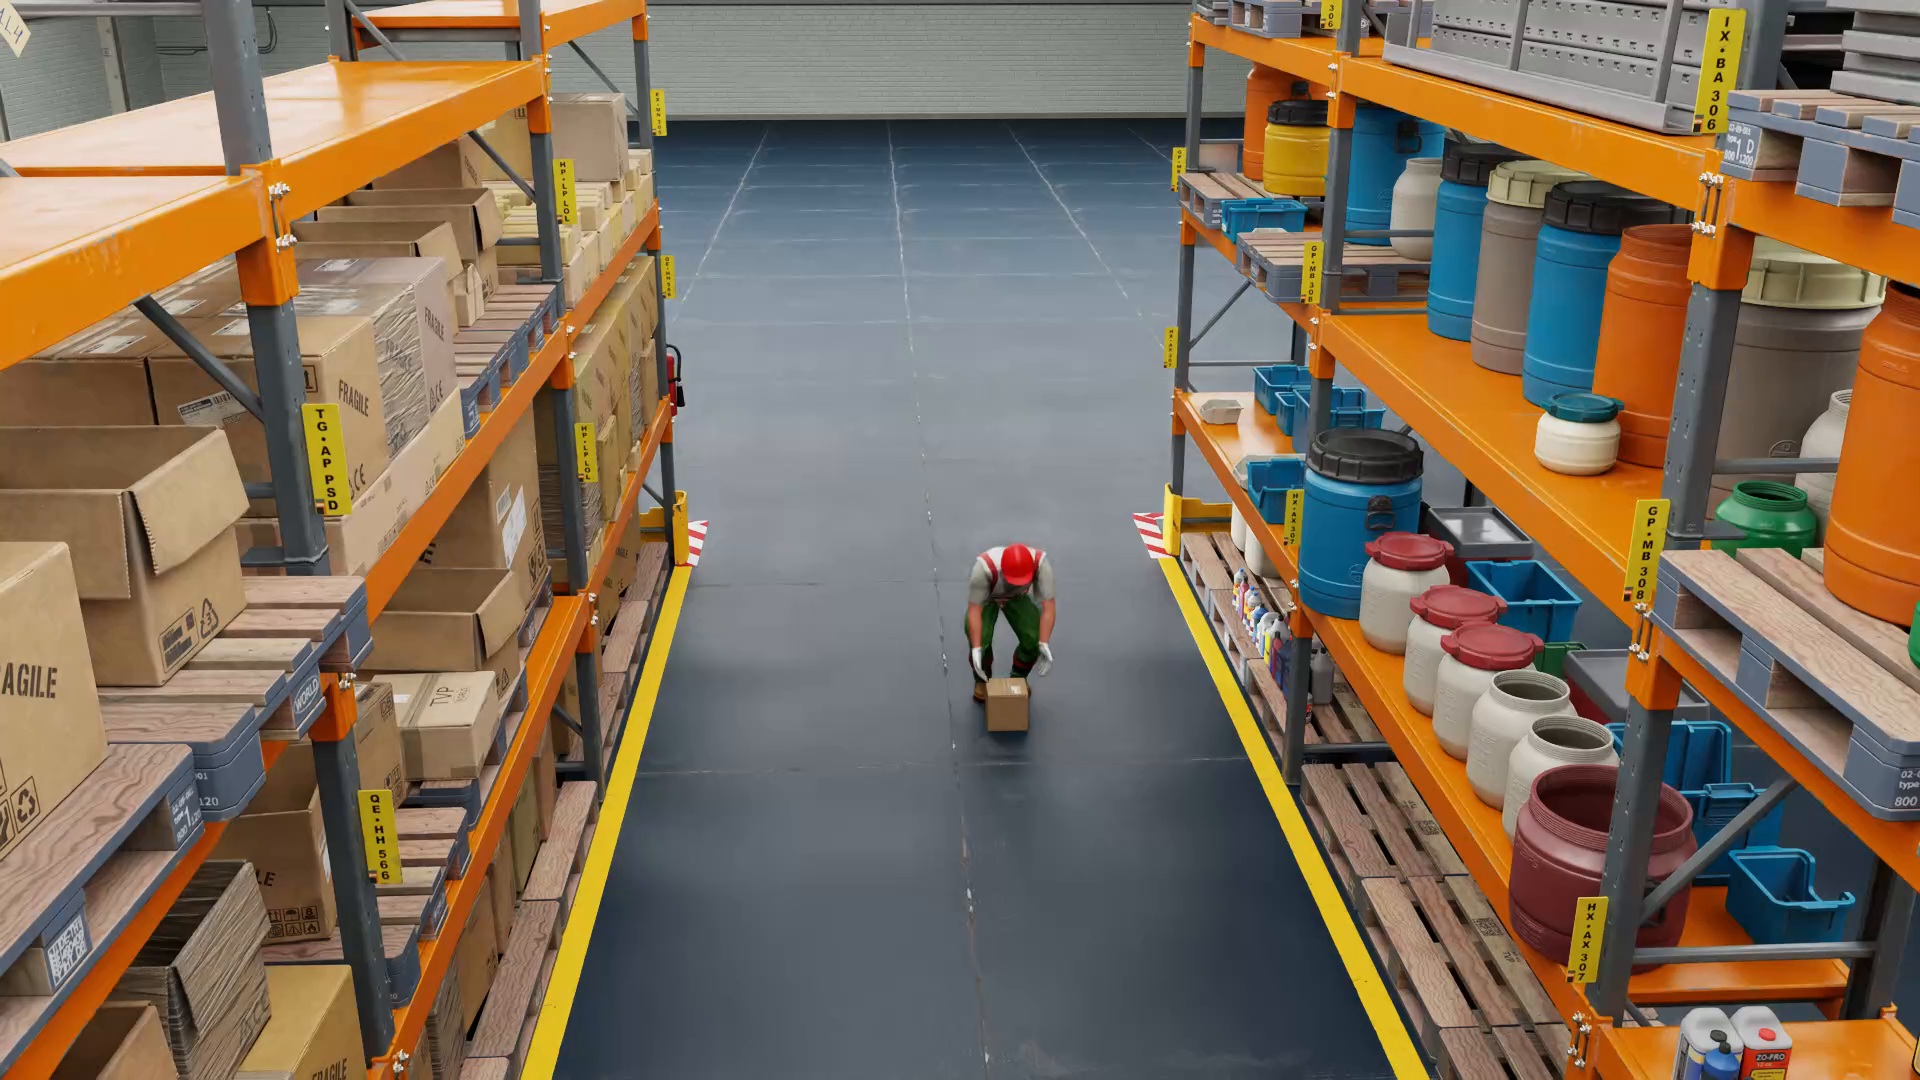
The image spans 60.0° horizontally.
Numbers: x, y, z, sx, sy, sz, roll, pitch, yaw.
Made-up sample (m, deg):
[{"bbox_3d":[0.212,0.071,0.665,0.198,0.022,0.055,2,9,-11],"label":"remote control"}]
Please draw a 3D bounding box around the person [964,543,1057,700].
[{"bbox_3d":[0.317,0.470,10.659,0.580,1.172,0.852,-1,20,-3],"label":"person"}]
